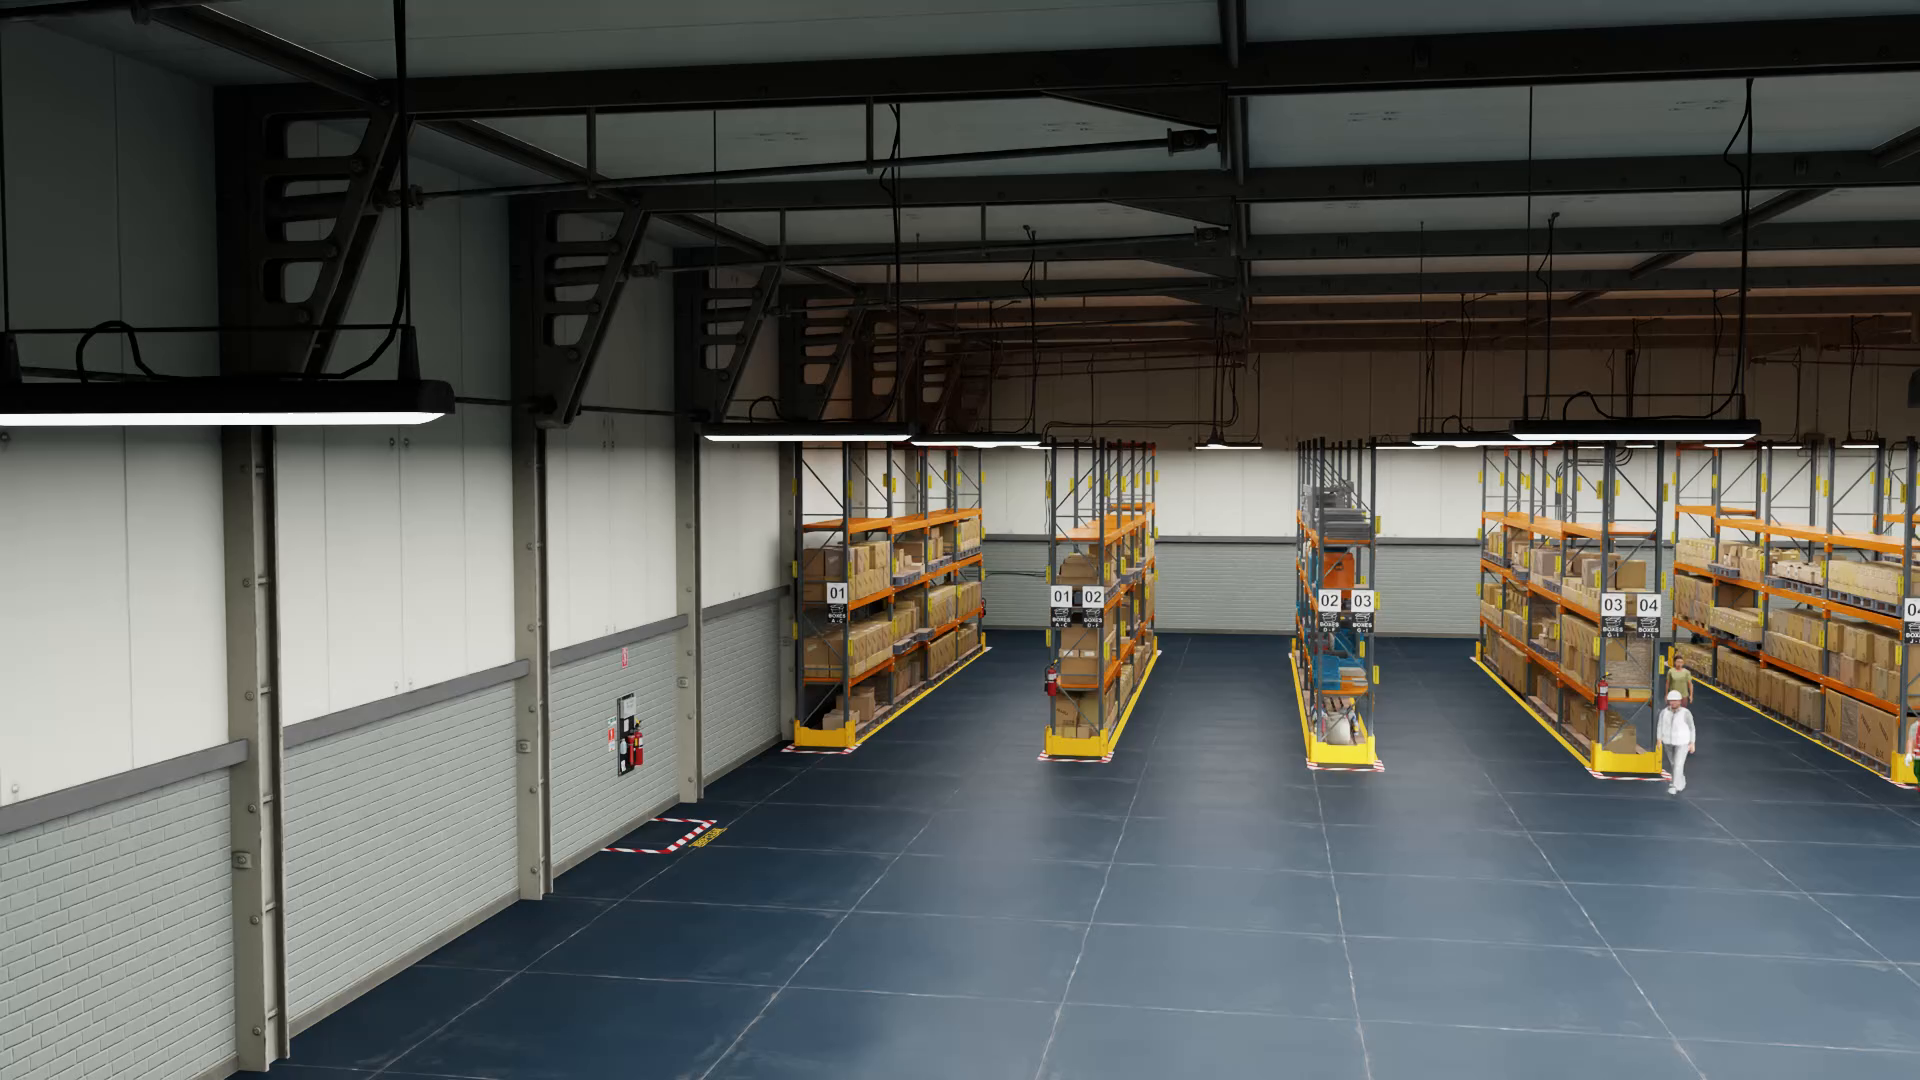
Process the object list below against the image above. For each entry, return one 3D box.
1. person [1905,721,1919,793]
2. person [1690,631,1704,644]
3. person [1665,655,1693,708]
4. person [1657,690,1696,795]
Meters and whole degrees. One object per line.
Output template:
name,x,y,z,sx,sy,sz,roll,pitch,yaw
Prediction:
person,15.205,3.447,26.161,0.584,1.717,1.078,3,4,40
person,20.279,2.525,45.563,0.825,1.559,0.412,2,3,27
person,14.320,3.143,33.117,0.504,1.699,0.617,1,3,21
person,11.891,3.367,27.715,1.043,1.720,0.557,-3,4,-40
